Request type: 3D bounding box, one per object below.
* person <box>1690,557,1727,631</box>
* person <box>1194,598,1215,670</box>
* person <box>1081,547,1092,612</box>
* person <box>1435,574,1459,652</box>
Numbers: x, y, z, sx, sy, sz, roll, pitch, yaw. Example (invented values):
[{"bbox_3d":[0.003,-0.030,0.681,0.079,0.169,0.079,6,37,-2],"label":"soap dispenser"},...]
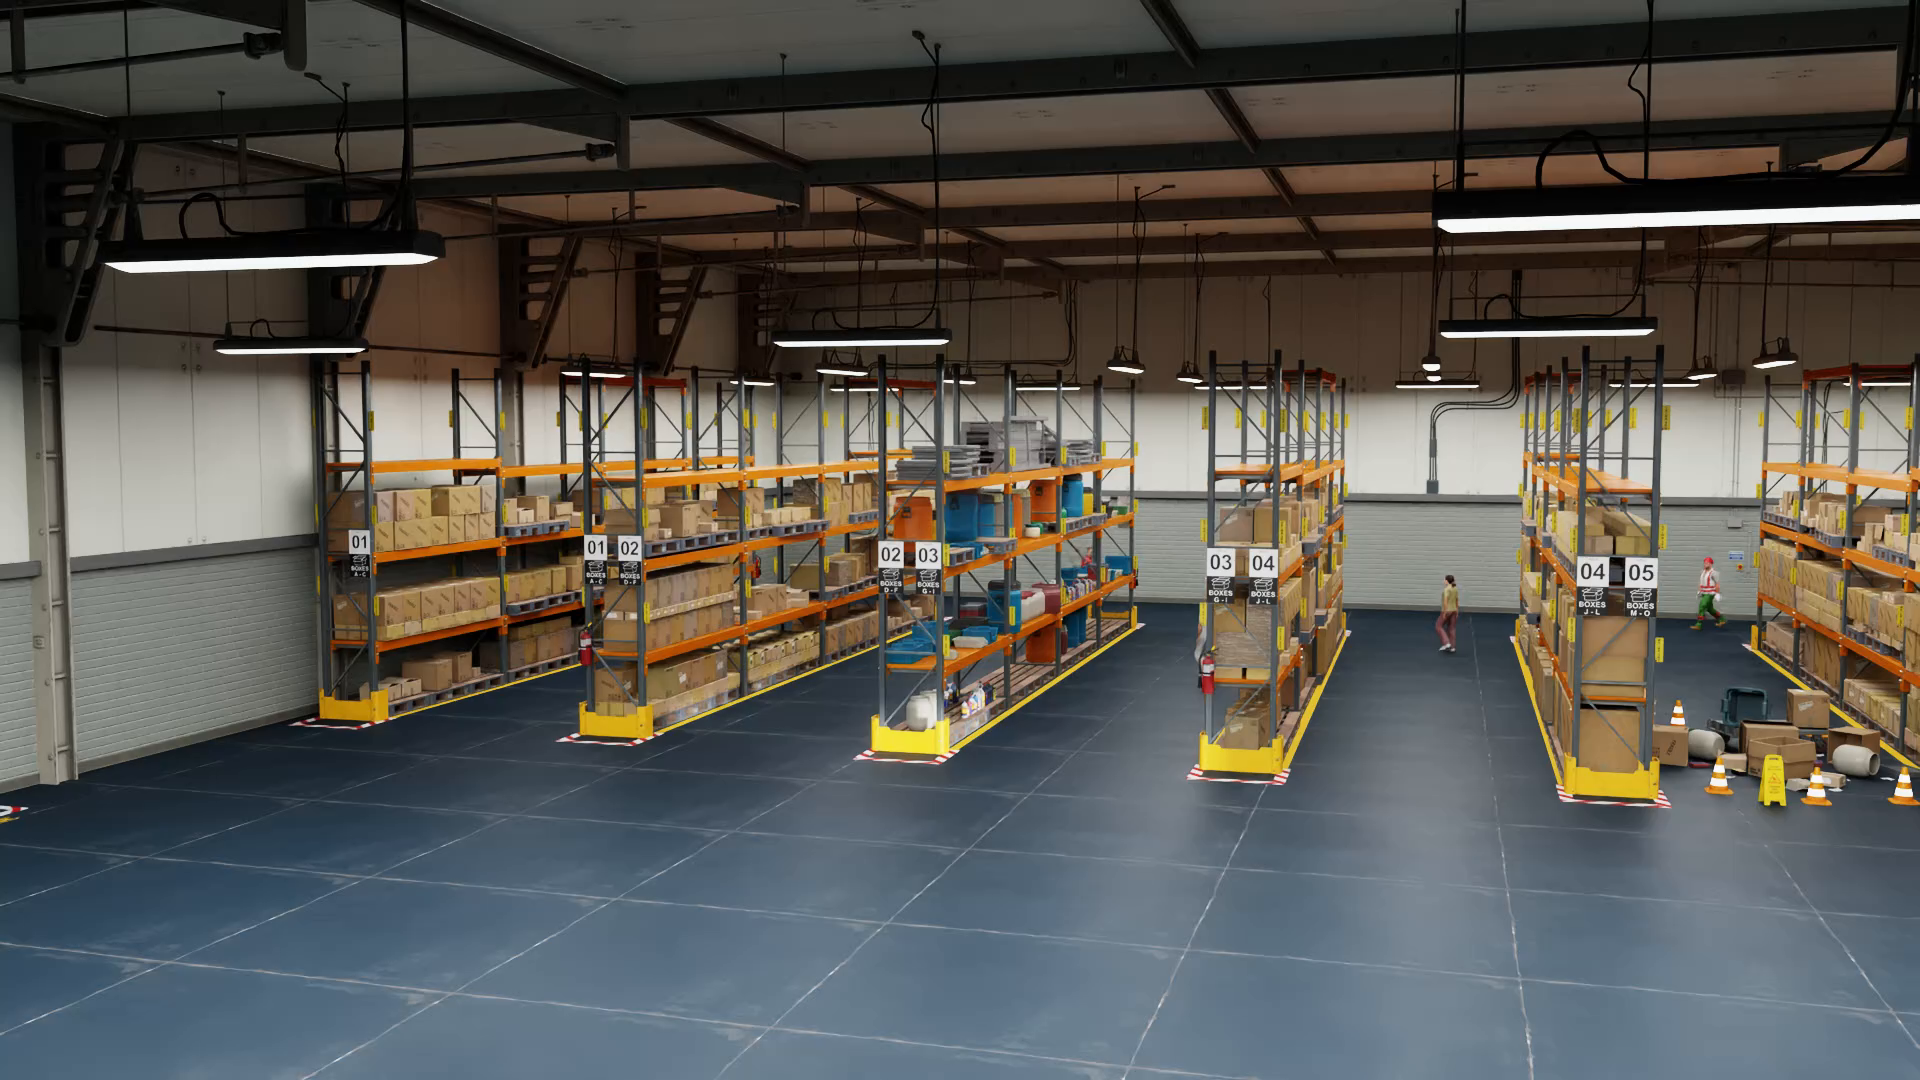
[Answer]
[{"bbox_3d":[17.914,1.284,39.765,1.051,1.749,0.515,-1,4,-9],"label":"person"},{"bbox_3d":[4.775,1.898,31.798,0.470,1.655,0.501,-2,4,-21],"label":"person"},{"bbox_3d":[3.317,1.037,43.201,0.486,1.719,0.565,2,5,25],"label":"person"},{"bbox_3d":[10.637,1.587,36.185,0.482,1.678,0.398,-3,5,-33],"label":"person"}]
